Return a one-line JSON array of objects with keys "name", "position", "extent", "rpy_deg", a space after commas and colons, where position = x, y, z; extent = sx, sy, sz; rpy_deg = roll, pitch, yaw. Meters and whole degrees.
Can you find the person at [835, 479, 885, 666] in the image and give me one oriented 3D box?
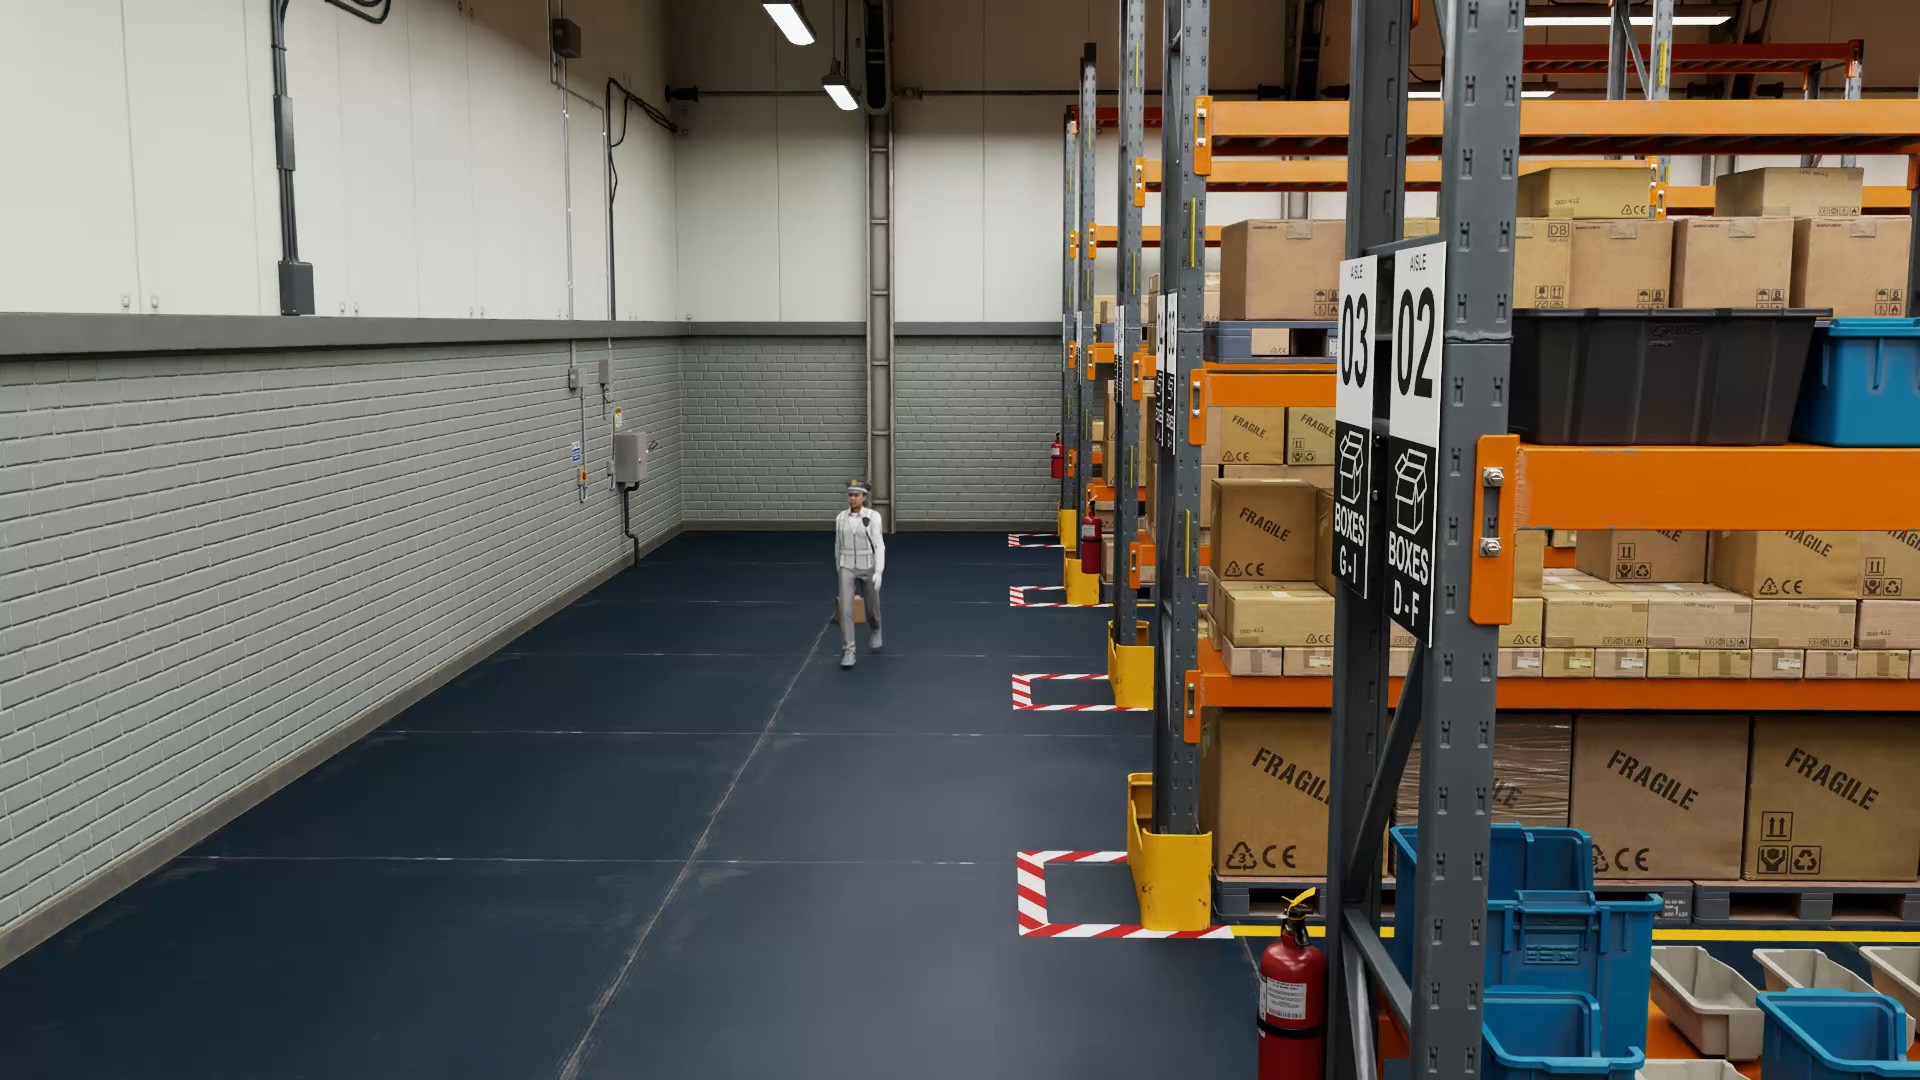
[{"name": "person", "position": [-0.909, 0.258, 15.068], "extent": [0.476, 1.648, 0.901], "rpy_deg": [1, 7, 5]}]
